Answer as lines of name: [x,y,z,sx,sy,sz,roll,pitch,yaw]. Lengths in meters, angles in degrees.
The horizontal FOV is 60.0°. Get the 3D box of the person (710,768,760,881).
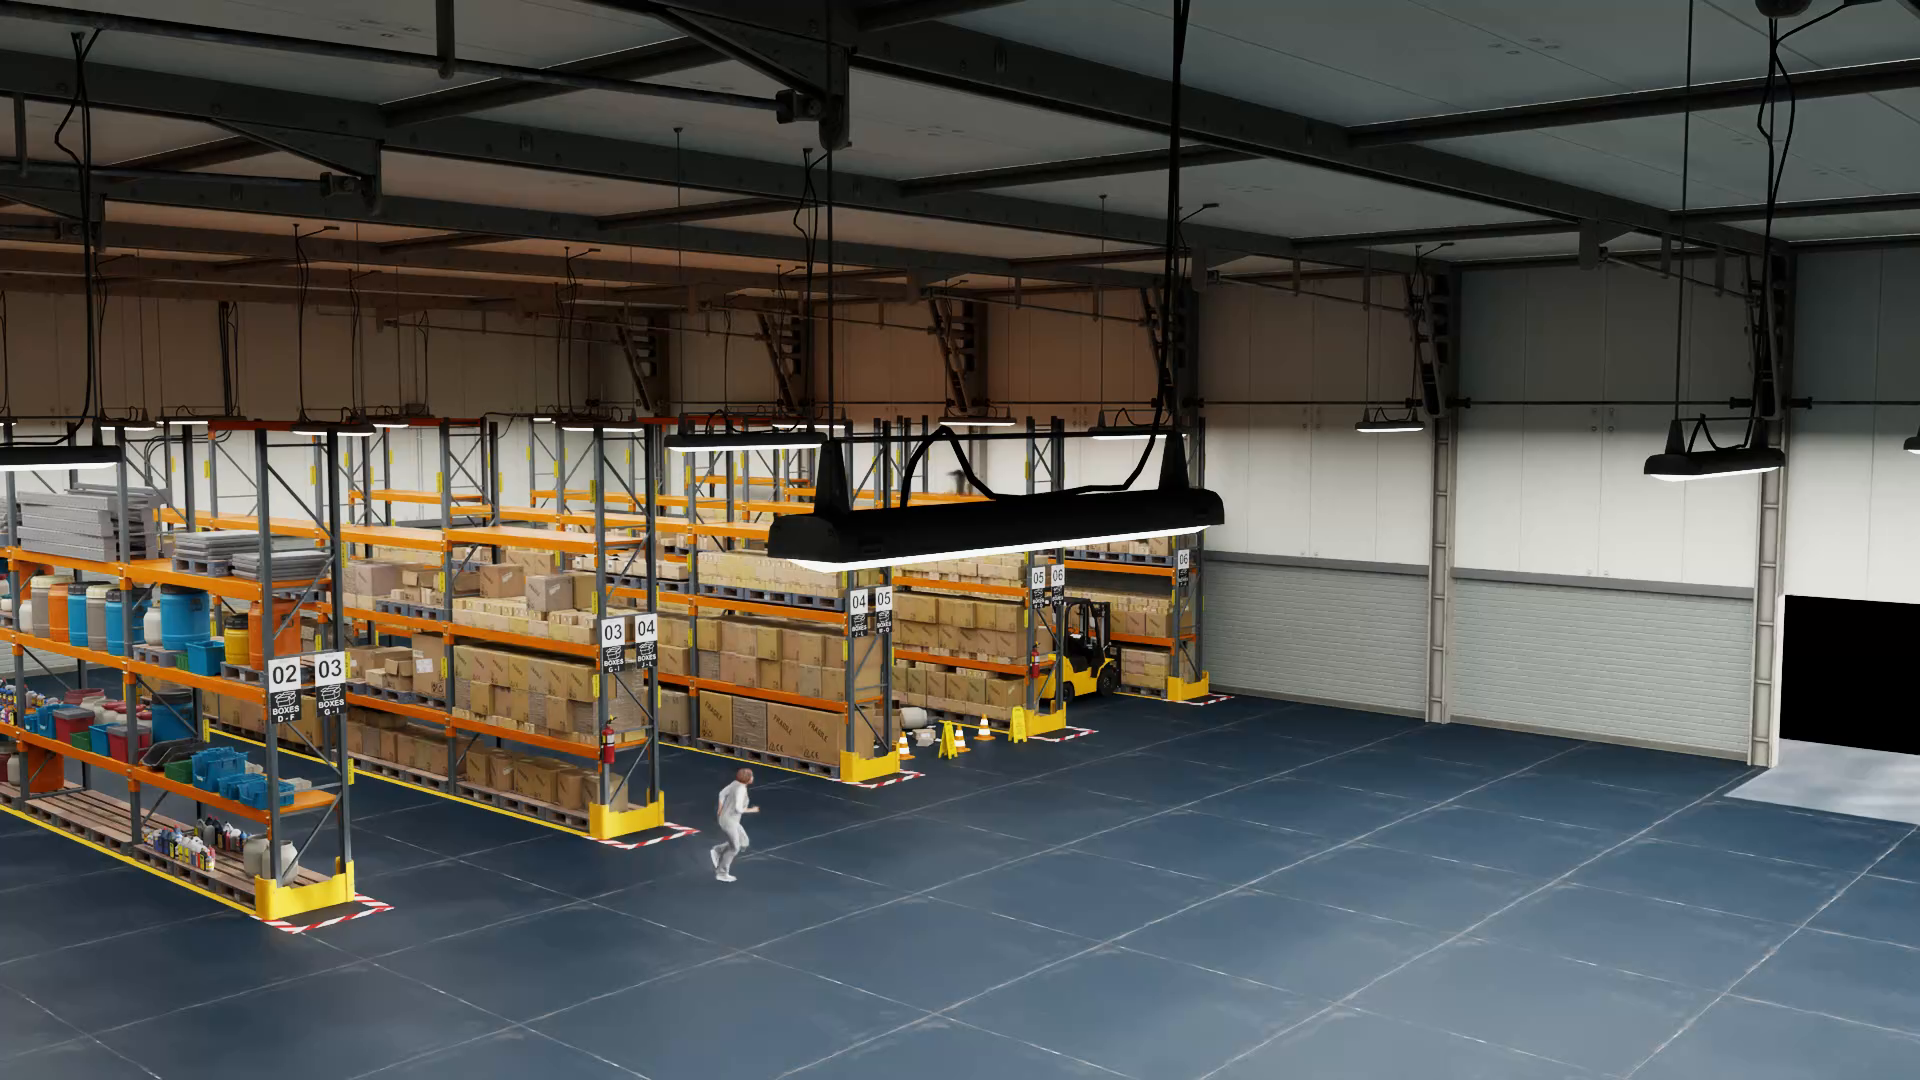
person: [-2.970,3.759,21.953,0.660,1.529,0.522,-1,5,-7]
